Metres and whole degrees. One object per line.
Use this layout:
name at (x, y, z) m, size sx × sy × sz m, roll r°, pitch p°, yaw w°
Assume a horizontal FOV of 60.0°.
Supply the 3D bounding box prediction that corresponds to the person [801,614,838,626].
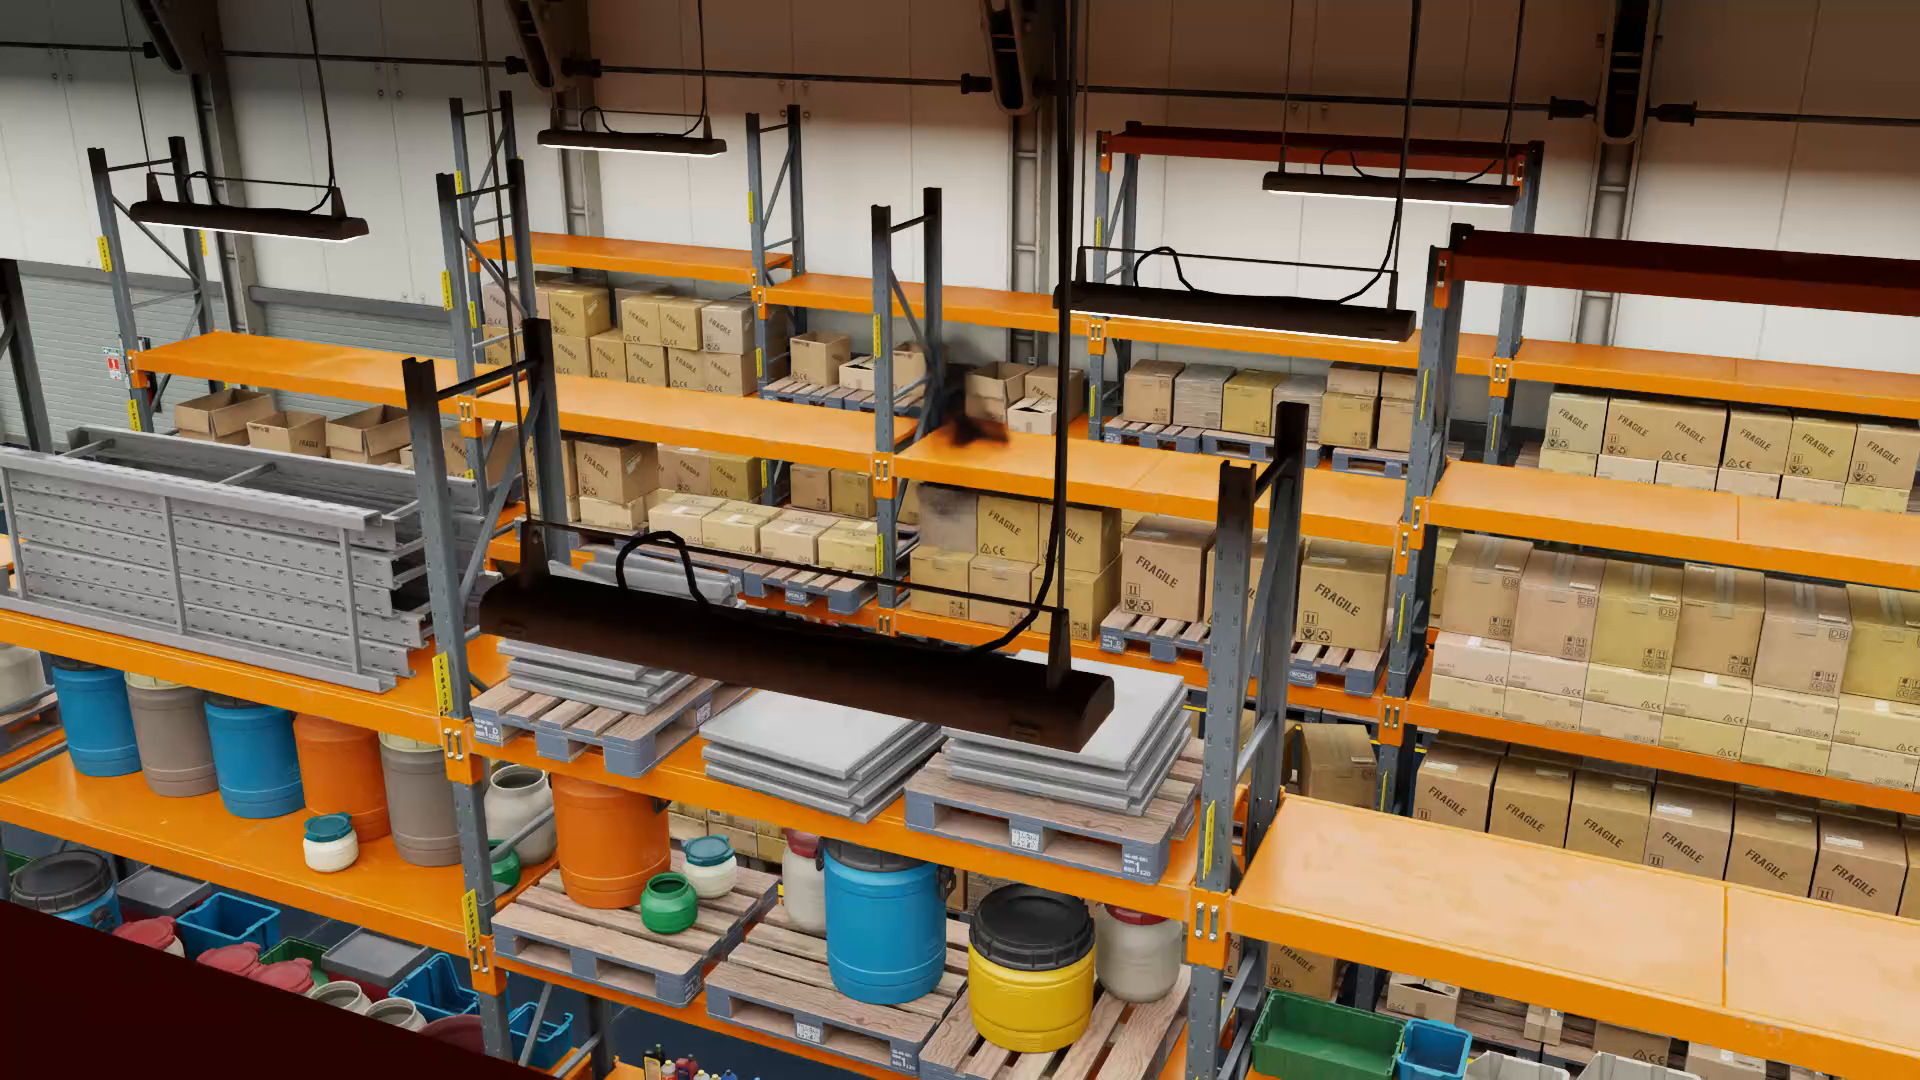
person at (-1.464, 0.991, 16.742) m, size 0.551 × 1.768 × 0.668 m, roll 7°, pitch 22°, yaw 17°
